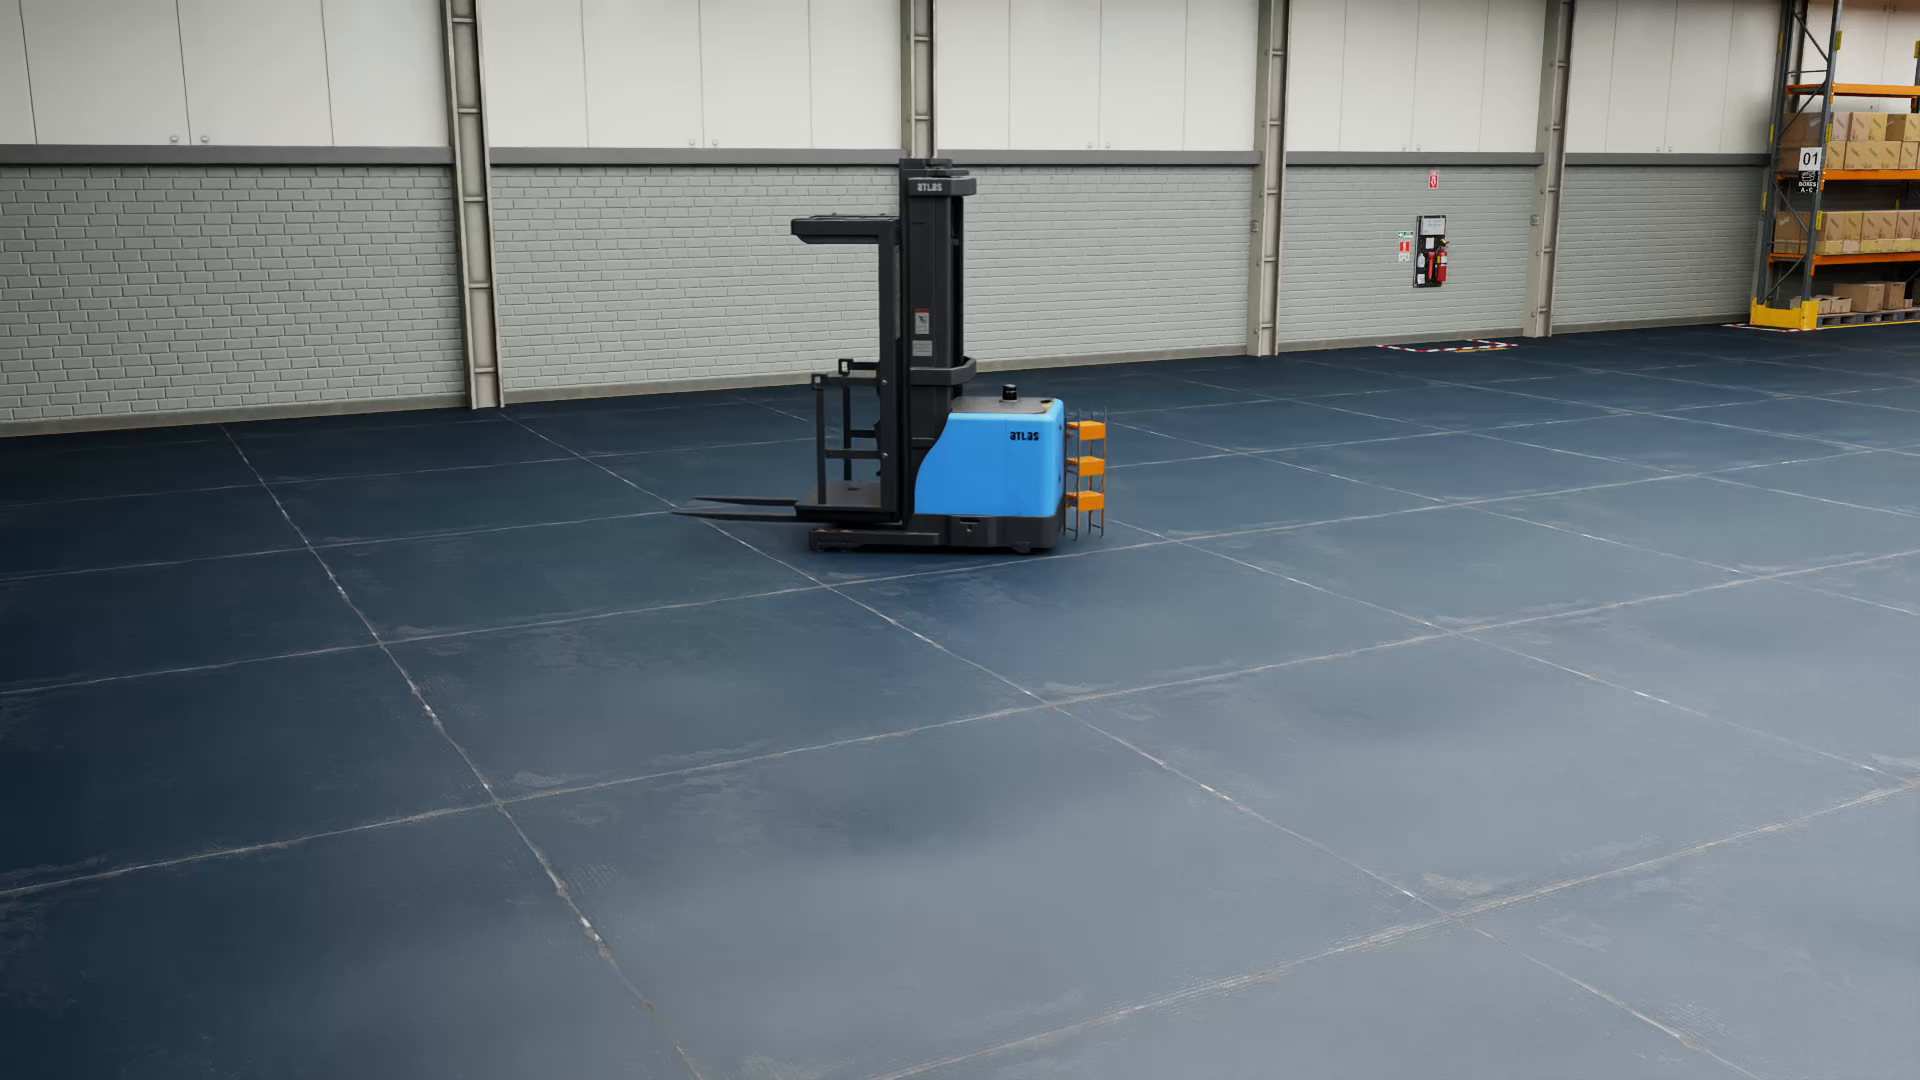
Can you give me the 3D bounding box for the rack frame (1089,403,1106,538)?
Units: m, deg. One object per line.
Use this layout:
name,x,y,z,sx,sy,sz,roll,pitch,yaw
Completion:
rack frame,1.087,-0.550,13.161,0.008,1.050,0.200,-7,15,-29

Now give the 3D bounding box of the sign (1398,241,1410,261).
sign,7.260,-4.721,27.173,0.234,0.329,0.001,-7,14,-28

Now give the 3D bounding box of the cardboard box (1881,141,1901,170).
cardboard box,16.864,-7.060,30.541,0.500,0.500,0.500,-6,14,-24

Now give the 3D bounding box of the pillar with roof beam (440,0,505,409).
pillar with roof beam,-3.754,-5.198,15.710,0.400,9.000,9.100,-7,14,-28

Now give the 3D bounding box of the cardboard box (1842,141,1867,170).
cardboard box,15.951,-6.944,30.027,0.500,0.500,0.500,-6,14,-24

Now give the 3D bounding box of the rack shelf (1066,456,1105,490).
rack shelf,0.981,-0.526,13.104,0.240,0.259,0.215,-7,15,-29

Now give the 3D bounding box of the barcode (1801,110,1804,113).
barcode,15.432,-7.849,30.450,0.075,0.075,0.001,-7,14,-28

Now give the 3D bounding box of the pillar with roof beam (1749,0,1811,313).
pillar with roof beam,17.311,-7.723,26.929,0.400,9.000,9.100,-7,14,-28

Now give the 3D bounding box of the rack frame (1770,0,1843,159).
rack frame,15.049,-8.312,29.548,0.127,3.000,1.000,-7,14,-28

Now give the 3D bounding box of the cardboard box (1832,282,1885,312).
cardboard box,16.867,-4.563,31.245,0.500,0.500,0.700,-8,15,-31

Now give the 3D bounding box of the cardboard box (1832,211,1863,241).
cardboard box,16.050,-5.730,30.327,0.500,0.500,0.500,-7,14,-28

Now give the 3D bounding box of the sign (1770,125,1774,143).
sign,14.800,-7.390,30.264,0.005,0.325,0.100,-7,14,-28

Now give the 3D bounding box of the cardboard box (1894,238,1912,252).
cardboard box,17.414,-5.528,31.135,0.500,0.250,0.500,-7,14,-28

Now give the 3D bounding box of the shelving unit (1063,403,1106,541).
shelving unit,0.981,-0.536,13.101,0.252,1.050,0.215,-7,15,-29

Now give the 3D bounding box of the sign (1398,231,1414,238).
sign,7.269,-4.978,27.109,0.331,0.109,0.001,-7,14,-28

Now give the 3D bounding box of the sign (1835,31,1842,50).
sign,15.309,-8.702,28.972,0.005,0.325,0.100,-7,14,-28

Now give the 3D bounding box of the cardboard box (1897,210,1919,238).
cardboard box,17.858,-5.946,31.284,0.500,0.500,0.500,-7,14,-28

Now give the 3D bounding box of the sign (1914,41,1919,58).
sign,18.289,-9.372,31.770,0.005,0.325,0.100,-7,14,-28

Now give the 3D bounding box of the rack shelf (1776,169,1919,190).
rack shelf,16.804,-6.708,30.891,4.000,0.370,1.077,-7,14,-28

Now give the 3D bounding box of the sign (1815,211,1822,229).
sign,15.309,-5.703,29.647,0.005,0.325,0.100,-7,14,-28

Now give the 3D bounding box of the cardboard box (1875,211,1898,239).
cardboard box,16.954,-5.840,30.814,0.500,0.500,0.500,-6,14,-26

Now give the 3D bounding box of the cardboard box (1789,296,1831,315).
cardboard box,15.699,-4.344,30.700,0.500,0.311,0.500,-9,15,-34

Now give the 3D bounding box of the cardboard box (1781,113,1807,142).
cardboard box,15.302,-7.491,30.180,0.500,0.500,0.500,-6,14,-25

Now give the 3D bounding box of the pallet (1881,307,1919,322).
pallet,17.987,-4.368,32.038,1.213,0.211,1.003,-7,14,-28

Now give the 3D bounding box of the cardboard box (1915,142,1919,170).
cardboard box,17.785,-7.176,31.060,0.500,0.500,0.500,-8,15,-33

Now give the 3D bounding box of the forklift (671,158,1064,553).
forklift,-0.723,-1.454,12.893,3.031,2.935,1.130,2,13,8

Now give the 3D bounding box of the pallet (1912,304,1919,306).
pallet,19.242,-4.528,32.748,1.213,0.211,1.003,-7,14,-28

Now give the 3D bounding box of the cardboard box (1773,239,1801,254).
cardboard box,15.366,-5.408,30.605,0.500,0.250,0.500,-7,14,-27

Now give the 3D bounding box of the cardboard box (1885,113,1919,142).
cardboard box,17.320,-7.594,30.639,0.500,0.500,0.500,-7,15,-30

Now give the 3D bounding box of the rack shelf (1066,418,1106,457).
rack shelf,0.981,-0.803,13.042,0.240,0.259,0.215,-7,15,-29

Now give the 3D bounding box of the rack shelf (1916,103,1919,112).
rack shelf,20.315,-8.397,32.475,4.000,0.370,1.077,-7,14,-28

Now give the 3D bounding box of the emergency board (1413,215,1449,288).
emergency board,7.795,-4.742,27.347,0.643,1.169,0.194,-7,14,-28

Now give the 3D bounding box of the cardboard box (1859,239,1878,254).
cardboard box,16.528,-5.422,30.665,0.500,0.250,0.500,-7,15,-29

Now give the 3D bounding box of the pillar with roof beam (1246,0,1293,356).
pillar with roof beam,6.779,-6.460,21.320,0.400,9.000,9.100,-7,14,-28

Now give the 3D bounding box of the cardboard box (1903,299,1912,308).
cardboard box,18.105,-4.576,32.063,0.250,0.166,0.380,-9,16,-35

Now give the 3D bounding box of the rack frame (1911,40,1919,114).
rack frame,18.560,-8.733,31.418,0.127,3.000,1.000,-7,14,-28

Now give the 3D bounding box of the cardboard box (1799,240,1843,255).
cardboard box,15.629,-5.312,30.177,0.500,0.250,0.500,-7,15,-29

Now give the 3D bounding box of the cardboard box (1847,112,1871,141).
cardboard box,15.968,-7.432,29.917,0.500,0.500,0.500,-7,14,-29
